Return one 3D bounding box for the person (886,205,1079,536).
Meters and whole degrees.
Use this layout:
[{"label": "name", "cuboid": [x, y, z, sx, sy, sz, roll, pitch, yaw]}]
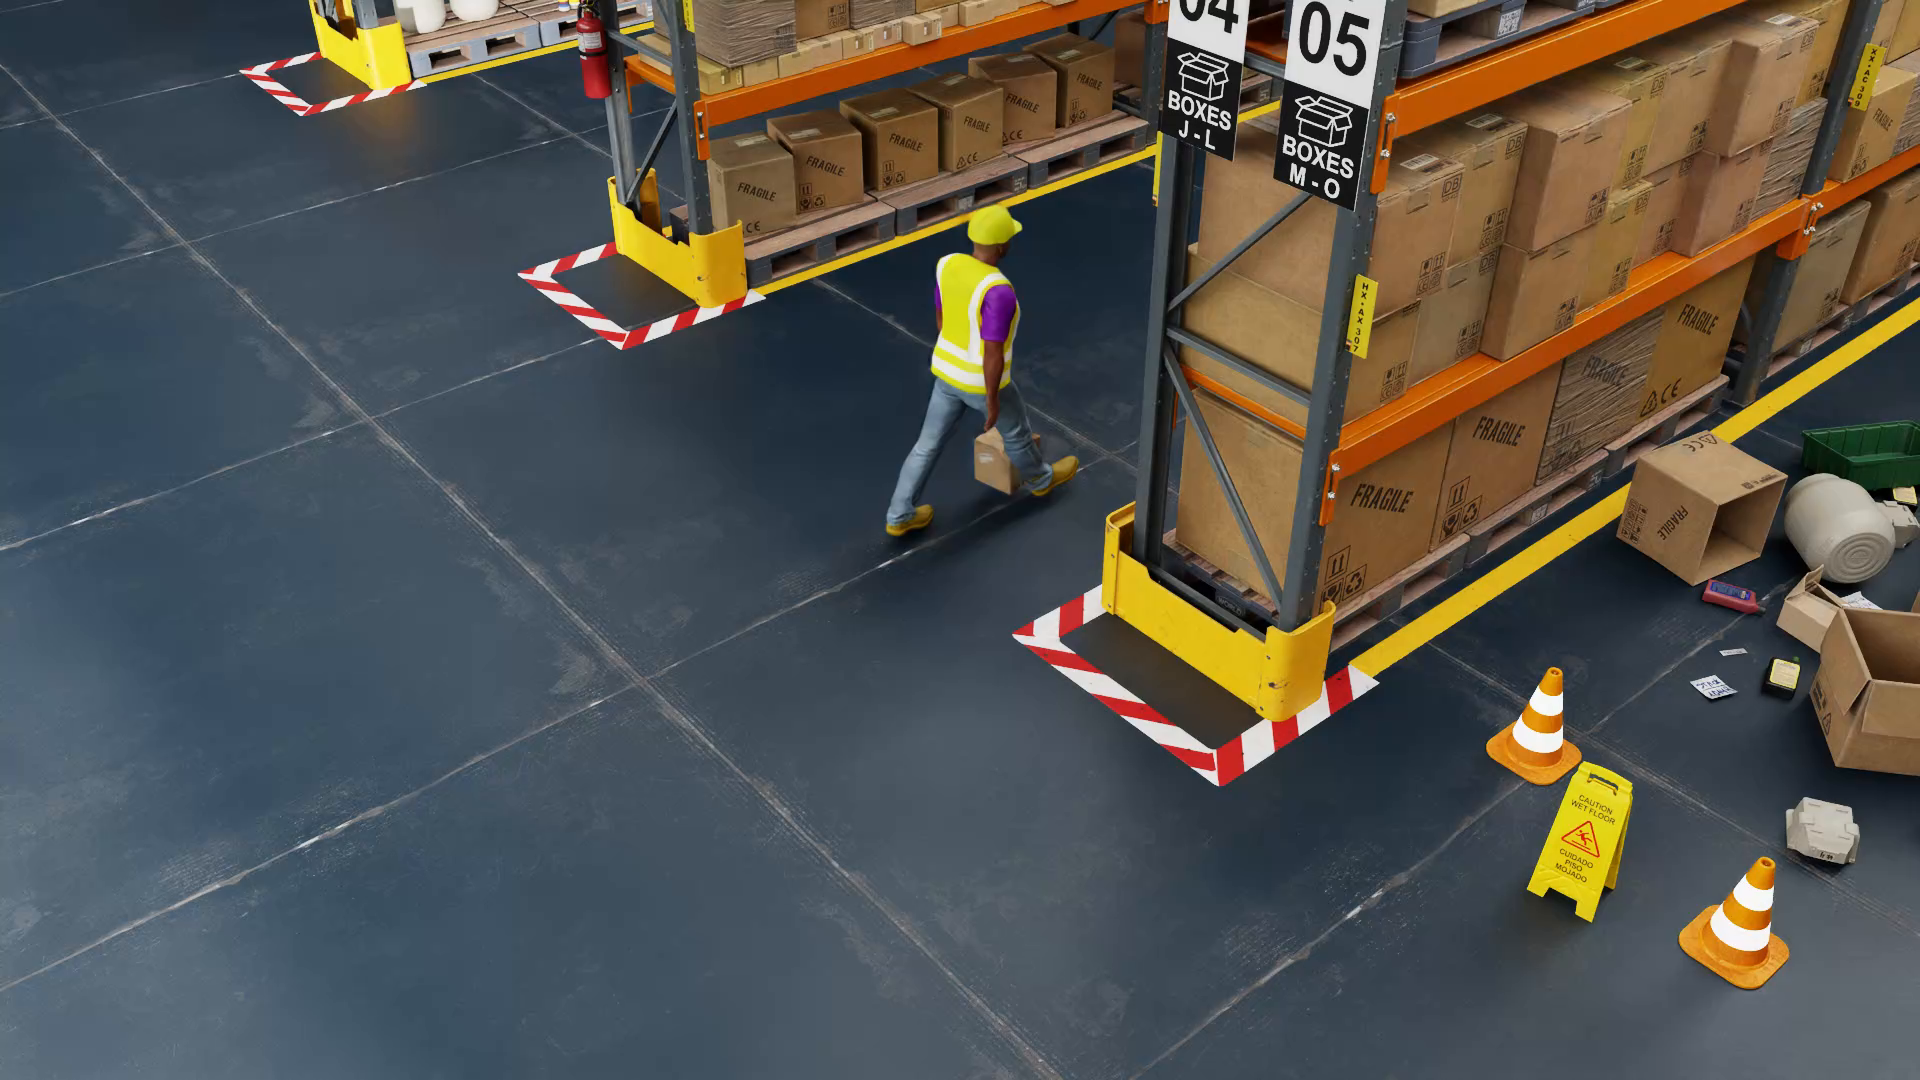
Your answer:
[{"label": "person", "cuboid": [0.090, -0.863, 8.291, 1.130, 1.692, 0.571, -27, 44, -32]}]
